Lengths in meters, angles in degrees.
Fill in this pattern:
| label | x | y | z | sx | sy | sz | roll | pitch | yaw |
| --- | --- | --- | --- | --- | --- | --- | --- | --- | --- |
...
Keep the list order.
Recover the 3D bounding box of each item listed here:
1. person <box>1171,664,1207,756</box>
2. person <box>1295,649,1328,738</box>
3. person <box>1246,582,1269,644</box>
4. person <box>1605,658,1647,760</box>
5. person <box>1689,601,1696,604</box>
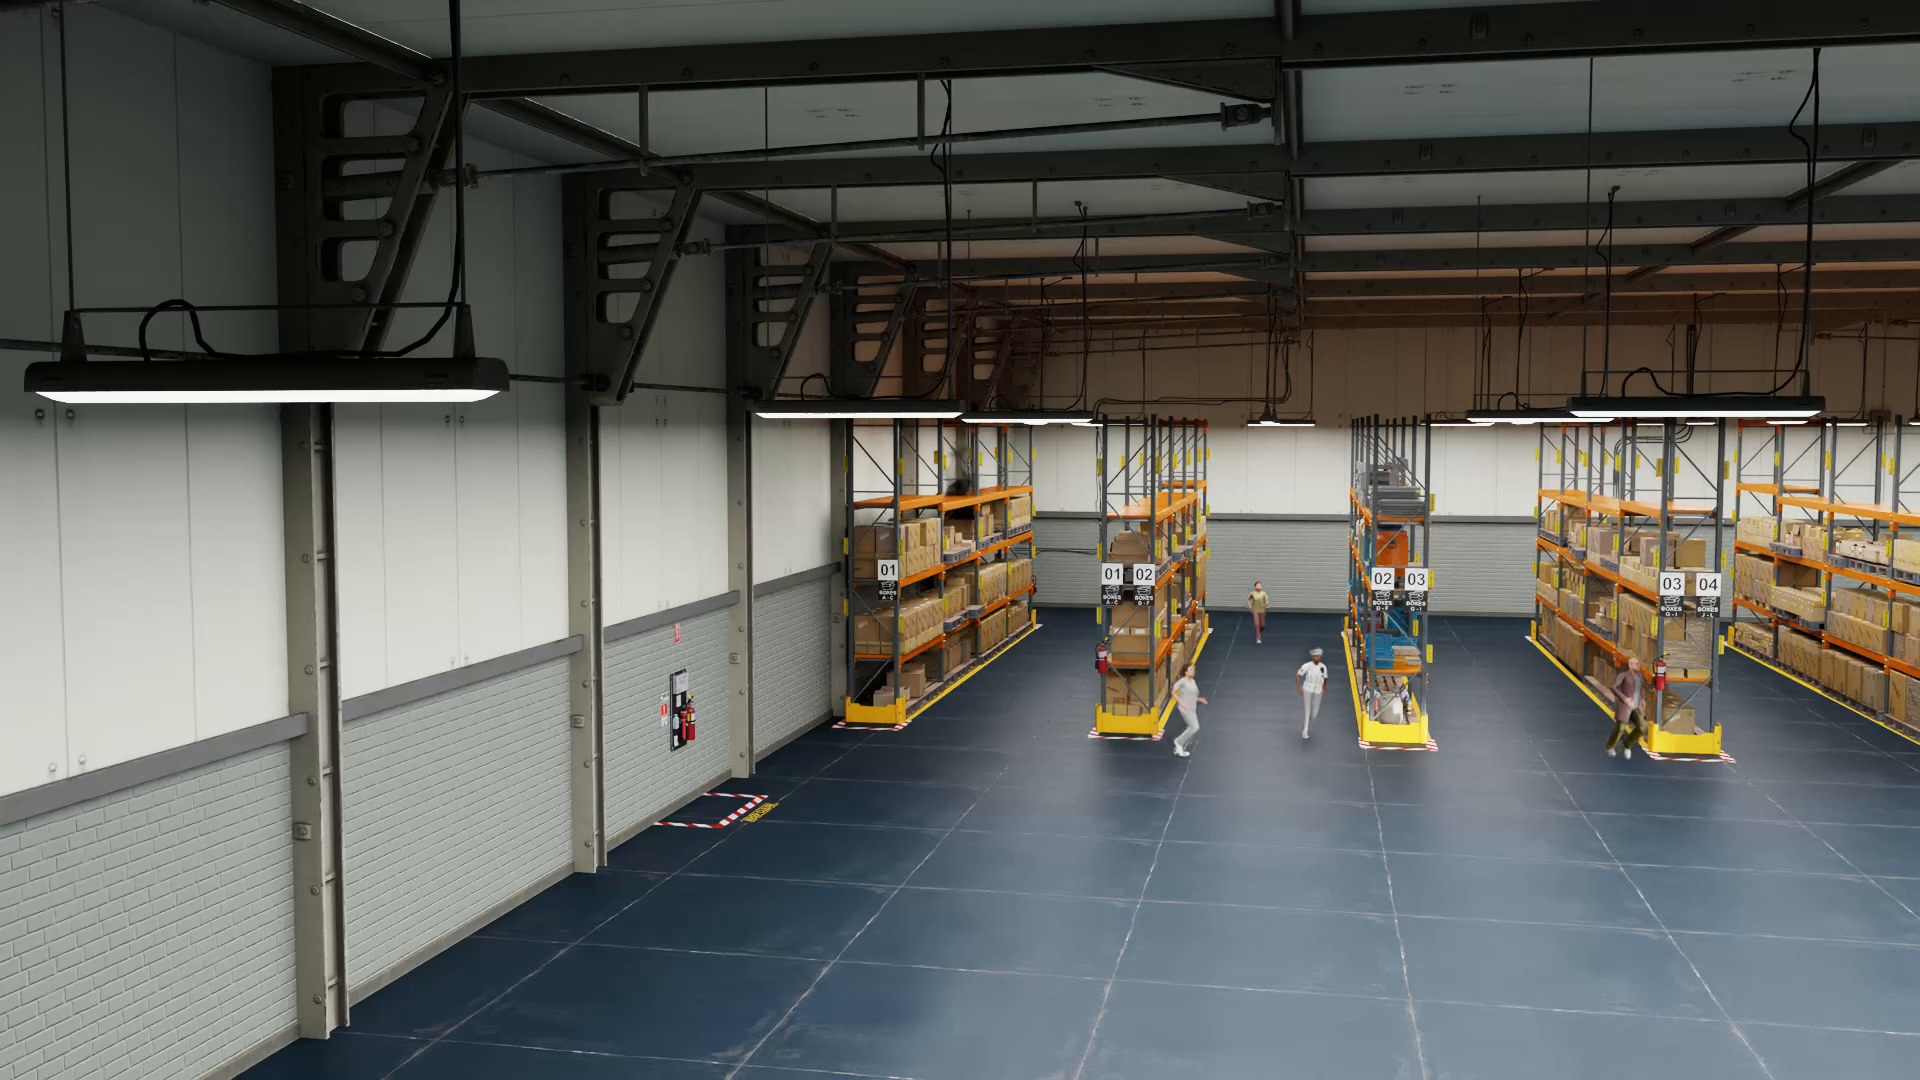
| label | x | y | z | sx | sy | sz | roll | pitch | yaw |
| --- | --- | --- | --- | --- | --- | --- | --- | --- | --- |
| person | 4.003 | 2.965 | 28.980 | 0.573 | 1.626 | 0.537 | 3 | 5 | 39 |
| person | 6.587 | 2.846 | 31.119 | 0.613 | 1.655 | 0.625 | 0 | 4 | -3 |
| person | 7.988 | 1.934 | 44.589 | 0.590 | 1.637 | 0.820 | 0 | 4 | 1 |
| person | 11.684 | 2.934 | 28.982 | 0.775 | 1.765 | 0.684 | -1 | 4 | -13 |
| person | 19.242 | 1.927 | 44.434 | 0.743 | 1.673 | 0.993 | 3 | 5 | 43 |
